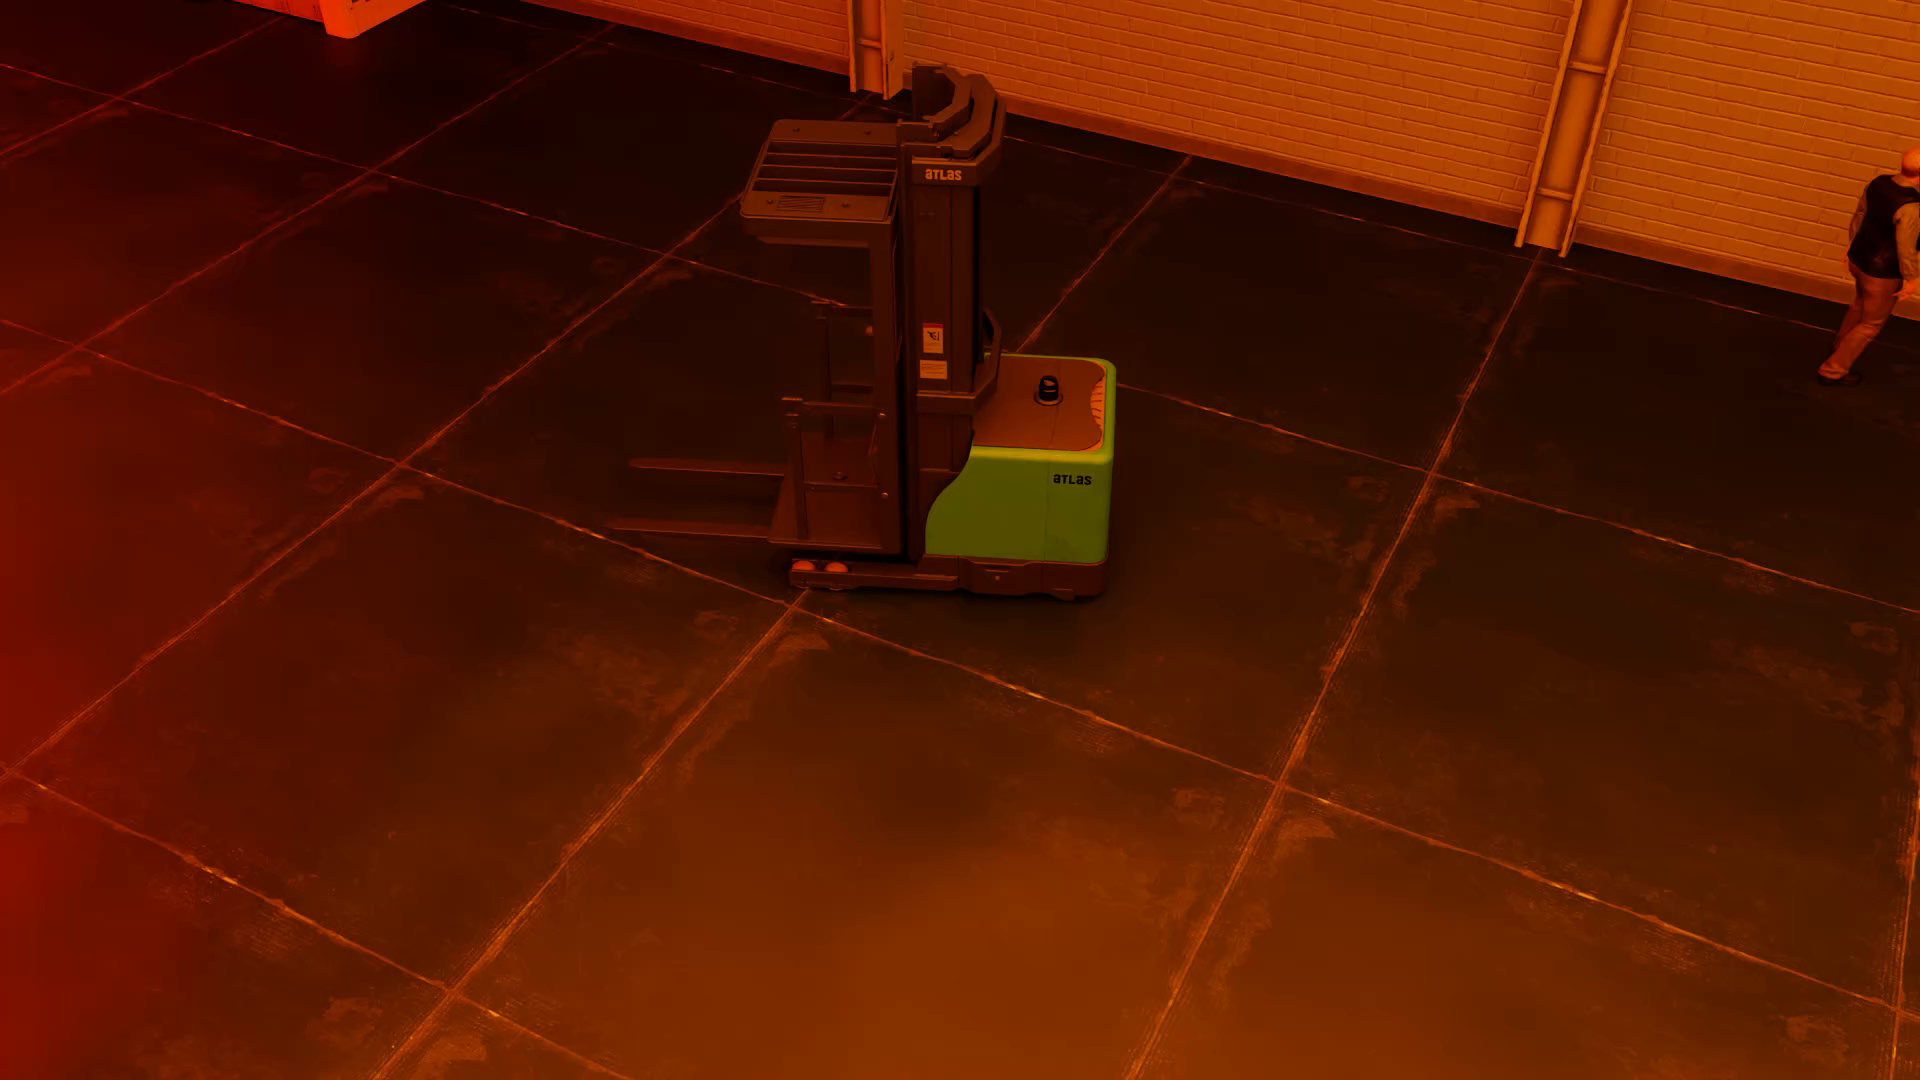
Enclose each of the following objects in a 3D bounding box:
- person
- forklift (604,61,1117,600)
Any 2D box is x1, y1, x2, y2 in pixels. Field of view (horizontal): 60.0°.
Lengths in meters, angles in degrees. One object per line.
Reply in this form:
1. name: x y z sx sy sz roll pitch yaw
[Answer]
1. person: 6.206 -1.819 11.123 0.526 1.748 0.615 -3 40 -4
2. forklift: -0.606 -1.157 9.360 3.031 2.935 1.130 3 40 4
